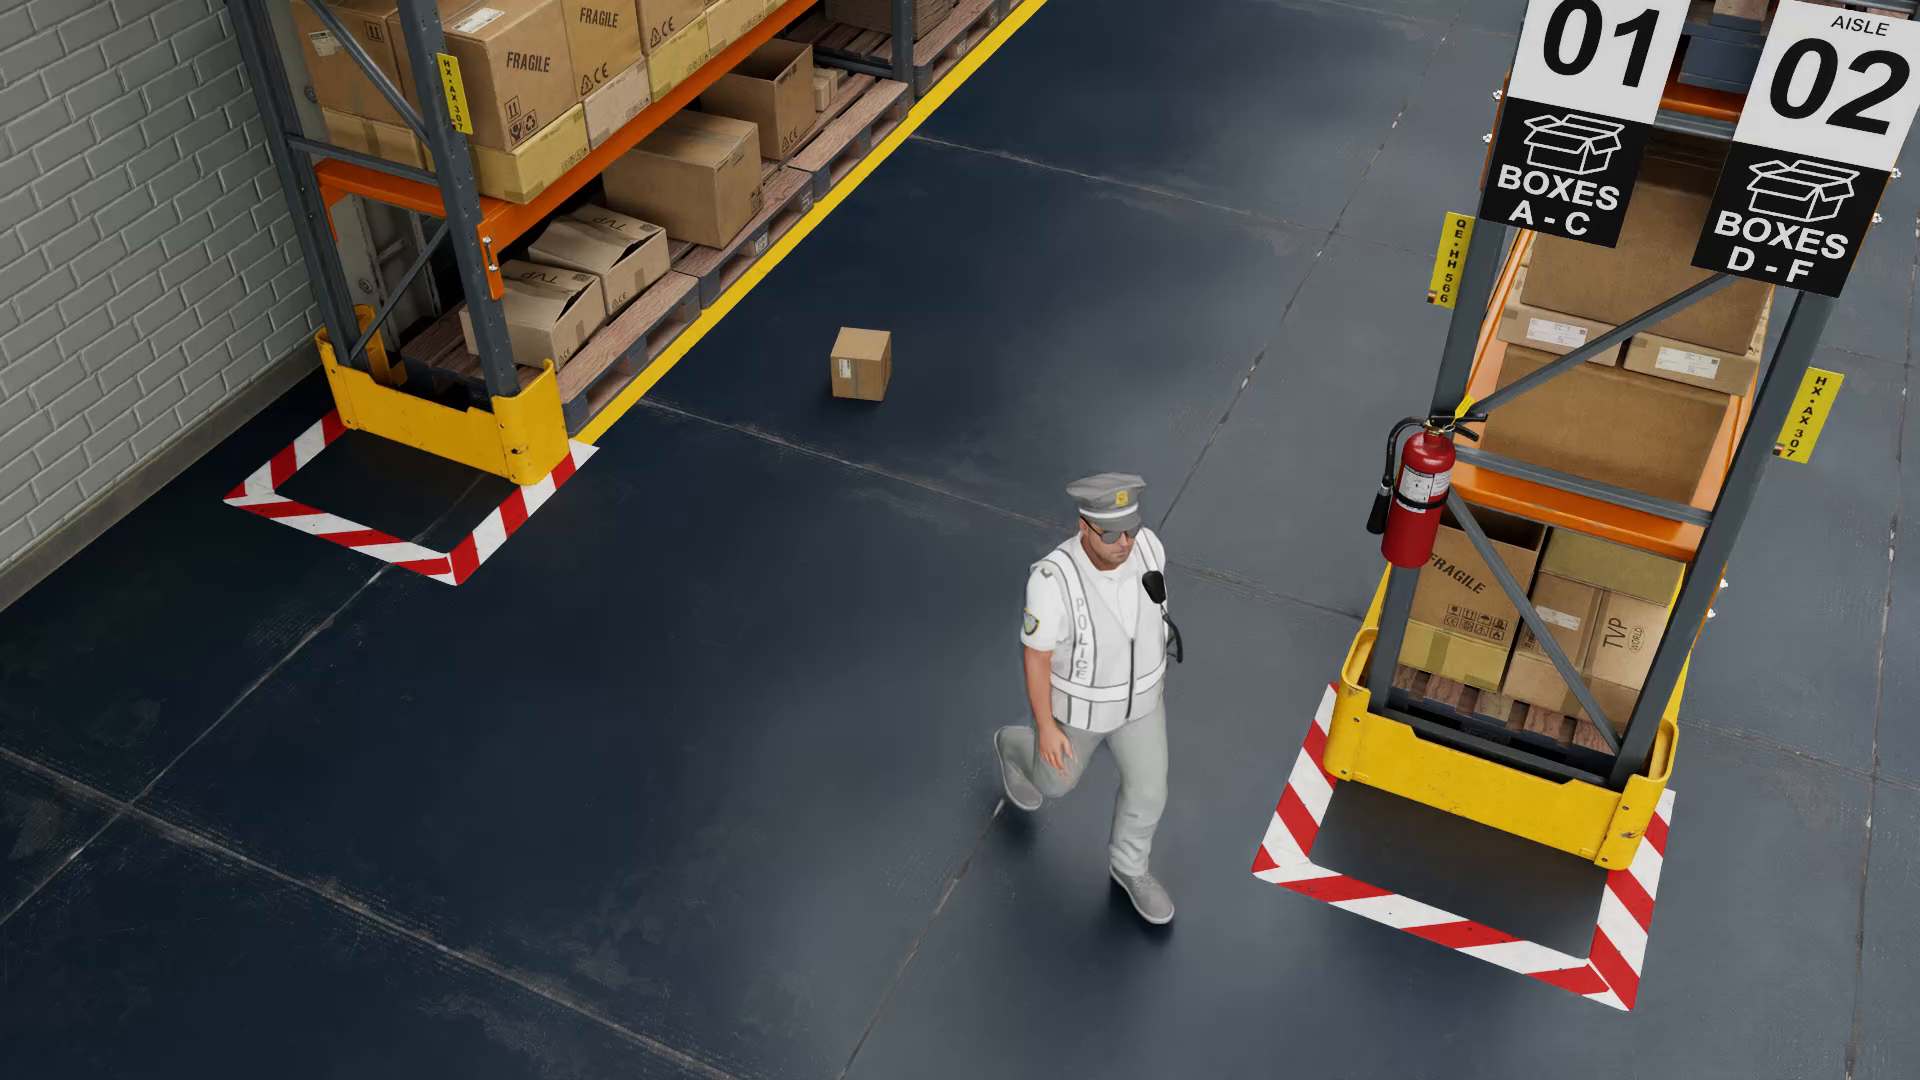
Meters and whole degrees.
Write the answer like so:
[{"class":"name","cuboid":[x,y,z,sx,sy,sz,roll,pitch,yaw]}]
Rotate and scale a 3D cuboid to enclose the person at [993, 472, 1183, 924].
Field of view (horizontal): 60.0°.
[{"class":"person","cuboid":[0.442,0.476,5.591,0.536,1.735,0.924,-18,45,-19]}]
